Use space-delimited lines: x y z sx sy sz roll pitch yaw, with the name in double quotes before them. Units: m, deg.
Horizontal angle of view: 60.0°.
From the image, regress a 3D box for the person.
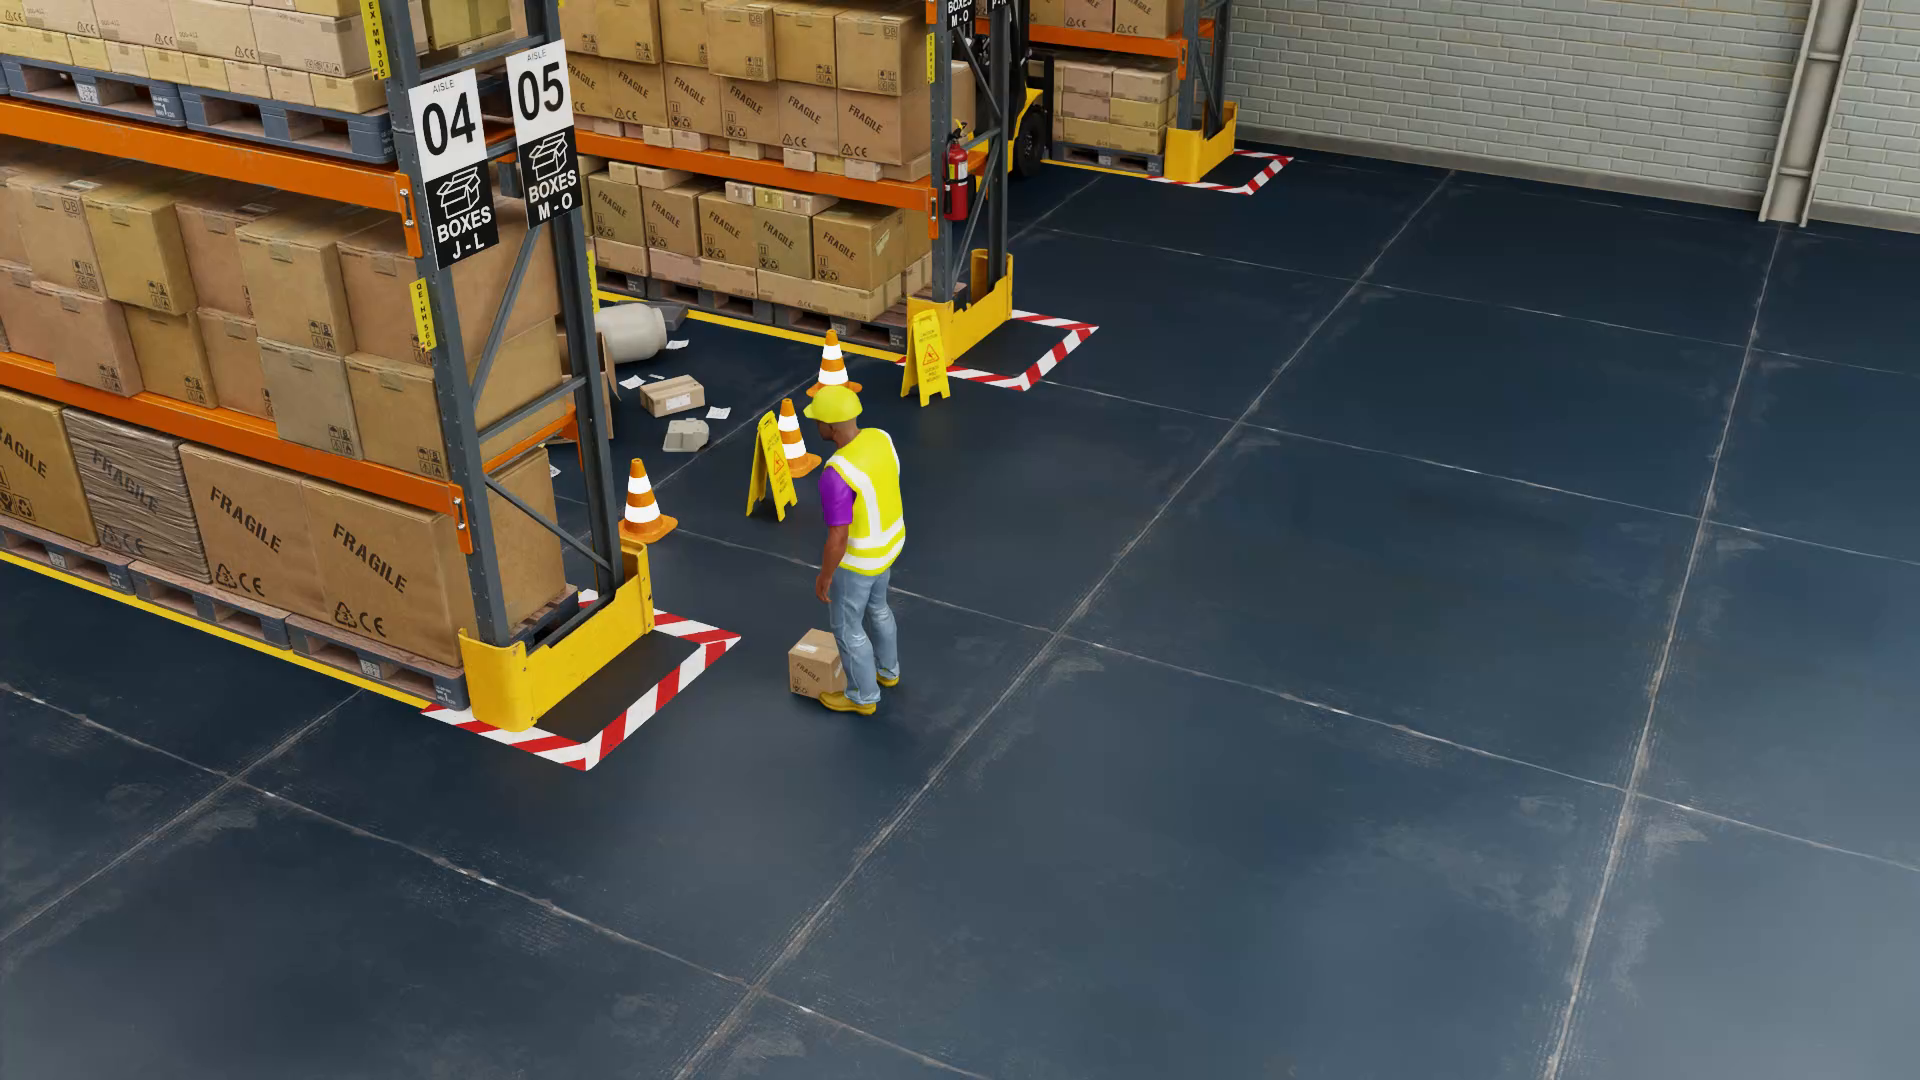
"person" -0.503 0.042 8.200 0.459 1.760 0.625 14 33 22
